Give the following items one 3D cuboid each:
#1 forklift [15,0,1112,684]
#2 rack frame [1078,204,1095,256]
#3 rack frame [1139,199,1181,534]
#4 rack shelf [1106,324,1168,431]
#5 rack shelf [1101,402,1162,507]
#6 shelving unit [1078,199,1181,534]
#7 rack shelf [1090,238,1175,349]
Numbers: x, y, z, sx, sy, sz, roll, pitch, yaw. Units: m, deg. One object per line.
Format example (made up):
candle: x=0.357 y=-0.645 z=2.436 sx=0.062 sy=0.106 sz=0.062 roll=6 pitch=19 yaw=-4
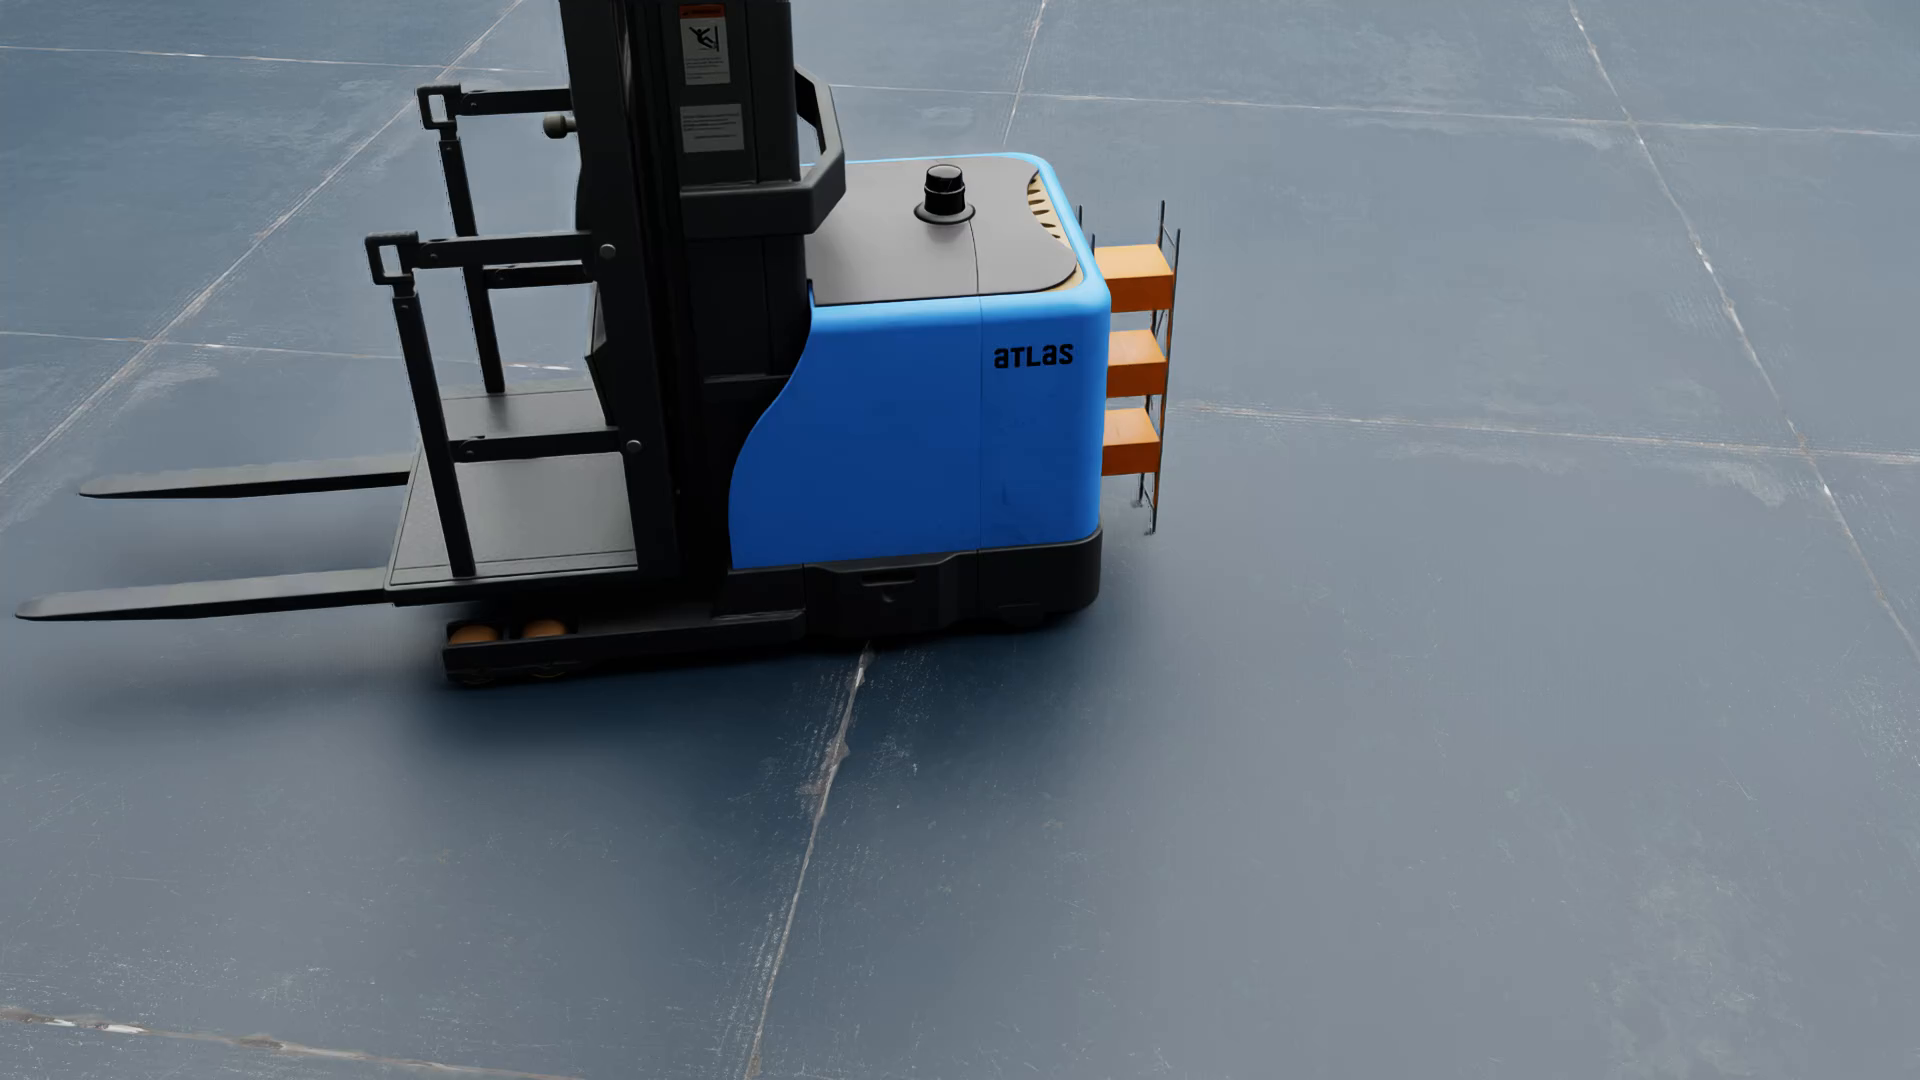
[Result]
forklift: x=-1.148 y=-1.116 z=4.290 sx=3.031 sy=2.935 sz=1.130 roll=-5 pitch=36 yaw=-6
rack frame: x=0.360 y=-0.484 z=5.024 sx=0.008 sy=1.050 sz=0.200 roll=-5 pitch=36 yaw=-6
rack frame: x=0.602 y=-0.504 z=5.052 sx=0.008 sy=1.050 sz=0.200 roll=-5 pitch=36 yaw=-6
rack shelf: x=0.481 y=-0.485 z=5.044 sx=0.240 sy=0.259 sz=0.215 roll=-5 pitch=36 yaw=-6
rack shelf: x=0.481 y=-0.259 z=5.206 sx=0.240 sy=0.259 sz=0.215 roll=-5 pitch=36 yaw=-6
shelving unit: x=0.481 y=-0.494 z=5.038 sx=0.252 sy=1.050 sz=0.215 roll=-5 pitch=36 yaw=-6
rack shelf: x=0.481 y=-0.716 z=4.879 sx=0.240 sy=0.259 sz=0.215 roll=-5 pitch=36 yaw=-6
